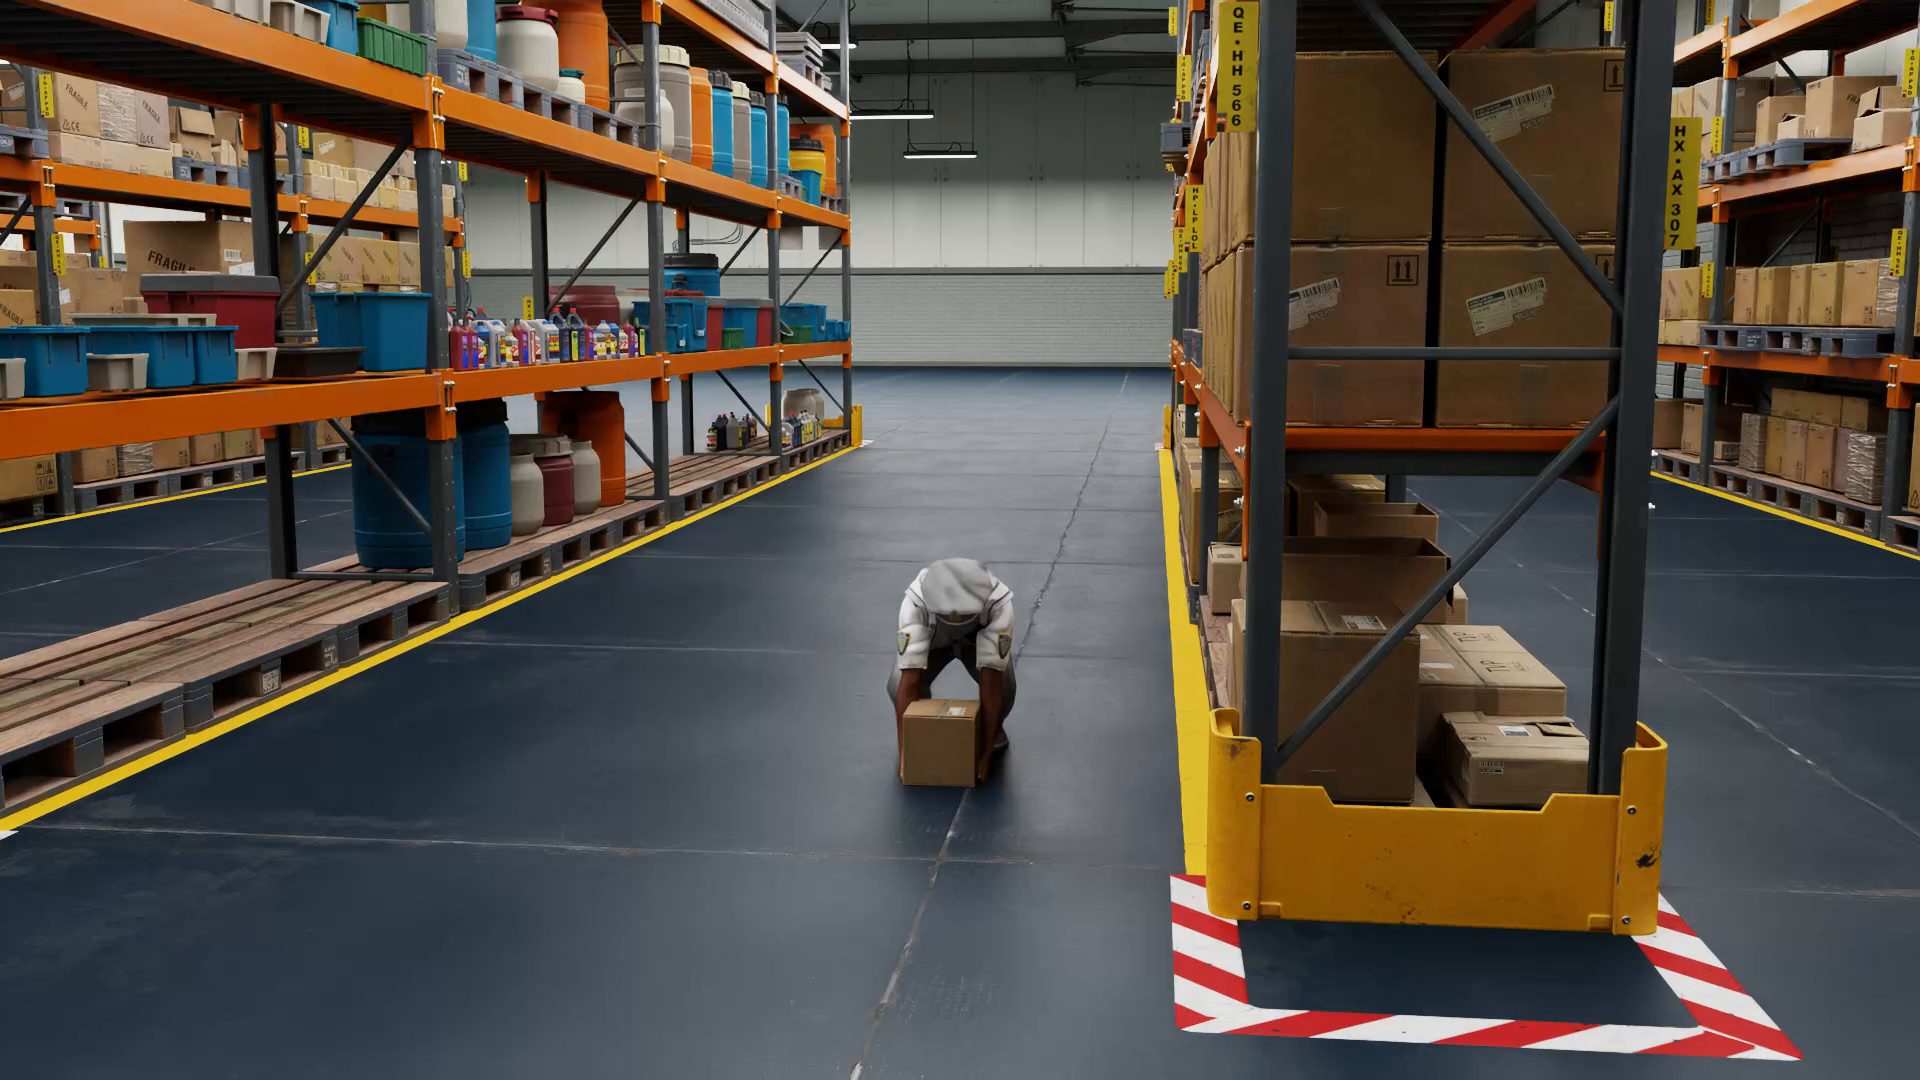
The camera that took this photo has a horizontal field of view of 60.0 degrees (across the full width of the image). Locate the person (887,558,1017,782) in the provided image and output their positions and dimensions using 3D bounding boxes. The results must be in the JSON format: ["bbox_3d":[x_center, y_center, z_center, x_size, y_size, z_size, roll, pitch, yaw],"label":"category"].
[{"bbox_3d":[-0.026,0.442,6.085,0.475,0.847,0.898,1,8,5],"label":"person"}]
